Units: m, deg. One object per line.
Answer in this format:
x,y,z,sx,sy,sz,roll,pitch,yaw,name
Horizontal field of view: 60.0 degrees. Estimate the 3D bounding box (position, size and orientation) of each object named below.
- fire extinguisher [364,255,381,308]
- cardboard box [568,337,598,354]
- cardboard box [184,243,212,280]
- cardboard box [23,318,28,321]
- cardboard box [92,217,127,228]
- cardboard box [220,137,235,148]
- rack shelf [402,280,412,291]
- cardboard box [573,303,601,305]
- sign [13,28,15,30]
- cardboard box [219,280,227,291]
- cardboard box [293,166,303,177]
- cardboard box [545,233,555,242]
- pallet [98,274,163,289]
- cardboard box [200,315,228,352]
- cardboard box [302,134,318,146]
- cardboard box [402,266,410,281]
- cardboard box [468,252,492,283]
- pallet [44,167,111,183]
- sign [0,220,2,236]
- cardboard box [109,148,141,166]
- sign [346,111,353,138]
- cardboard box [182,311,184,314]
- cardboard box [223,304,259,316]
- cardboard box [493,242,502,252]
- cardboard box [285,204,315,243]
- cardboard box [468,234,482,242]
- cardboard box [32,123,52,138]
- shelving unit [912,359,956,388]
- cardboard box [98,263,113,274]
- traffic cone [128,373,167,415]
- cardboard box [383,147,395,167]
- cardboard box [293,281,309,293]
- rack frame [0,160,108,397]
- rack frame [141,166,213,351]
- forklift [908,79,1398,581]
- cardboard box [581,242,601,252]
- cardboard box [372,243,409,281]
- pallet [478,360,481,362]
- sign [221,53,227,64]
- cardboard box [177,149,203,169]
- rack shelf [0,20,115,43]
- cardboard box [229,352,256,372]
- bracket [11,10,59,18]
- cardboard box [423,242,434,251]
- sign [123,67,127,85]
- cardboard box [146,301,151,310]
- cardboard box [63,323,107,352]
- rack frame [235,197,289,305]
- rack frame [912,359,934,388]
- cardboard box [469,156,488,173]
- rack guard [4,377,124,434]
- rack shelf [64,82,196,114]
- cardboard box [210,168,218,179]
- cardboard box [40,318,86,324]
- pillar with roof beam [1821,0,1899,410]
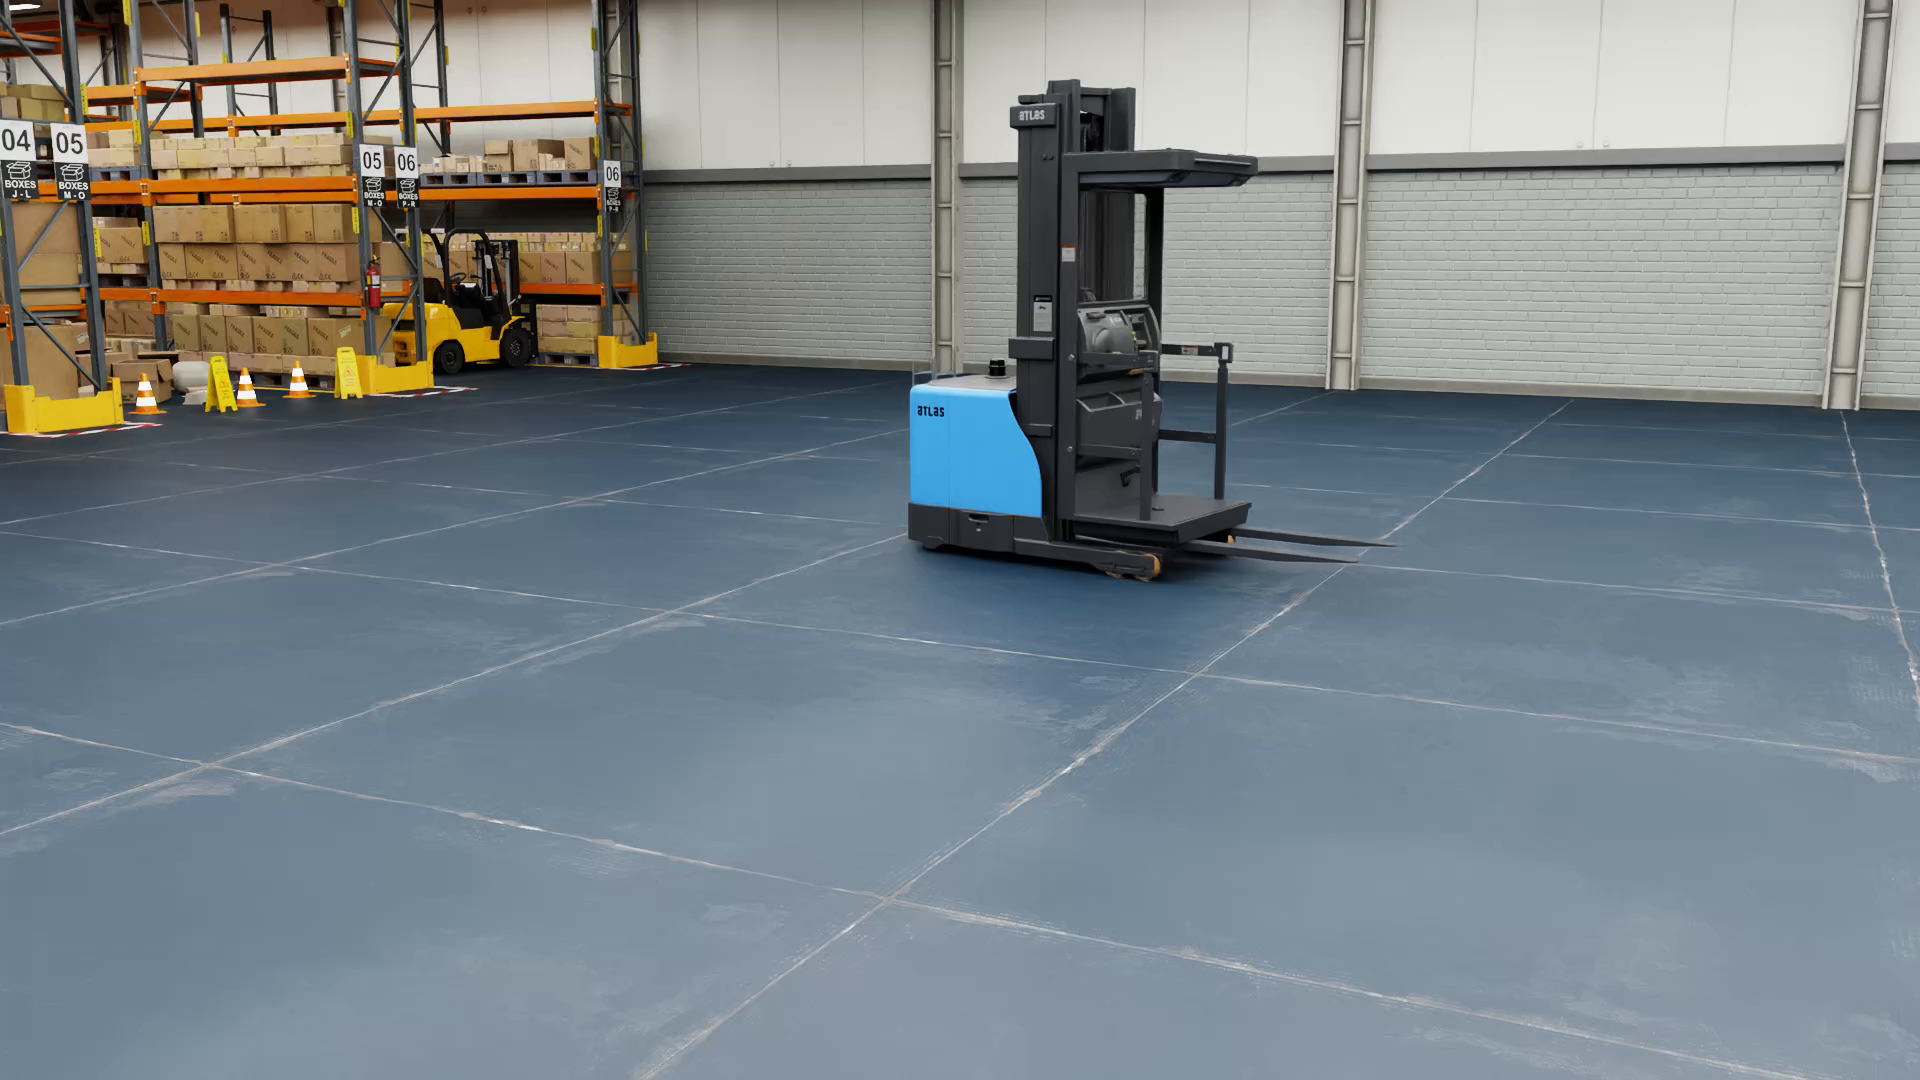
-7.636,-3.365,21.618,0.183,0.674,0.296,5,11,26,fire extinguisher
-5.903,-3.119,26.583,0.500,0.250,0.500,5,11,26,cardboard box
-10.390,-3.881,23.138,0.500,0.500,0.500,5,11,26,cardboard box
-15.291,-3.345,26.077,0.875,0.875,0.875,5,11,25,cardboard box
-12.259,-4.575,23.969,0.250,0.149,0.380,5,11,24,cardboard box
-9.791,-5.375,22.549,0.250,0.149,0.380,5,11,25,cardboard box
-10.722,-4.398,29.126,4.000,0.370,1.077,5,11,26,rack shelf
-6.138,-3.731,27.158,0.500,0.250,0.500,5,11,26,cardboard box
-14.477,-7.654,25.409,0.005,0.325,0.100,5,11,26,sign
-10.020,-3.533,23.031,0.250,0.149,0.380,5,11,26,cardboard box
-8.637,-4.893,22.126,0.250,0.149,0.380,5,11,26,cardboard box
-6.428,-4.850,26.670,0.250,0.149,0.380,5,11,26,cardboard box
-11.743,-3.790,24.287,1.213,0.211,1.003,5,11,26,pallet
-10.227,-2.894,23.232,0.500,0.500,0.500,6,12,28,cardboard box
-8.420,-5.254,21.880,0.250,0.149,0.380,5,11,25,cardboard box
-9.496,-4.518,28.193,0.500,0.250,0.500,5,12,27,cardboard box
-7.717,-4.488,27.327,0.500,0.500,0.500,5,11,25,cardboard box
-12.559,-5.331,24.370,1.003,0.211,1.213,5,11,26,pallet
-9.887,-3.288,17.058,0.005,0.325,0.100,5,11,26,sign
-11.709,-5.433,23.644,0.500,0.250,0.500,5,11,25,cardboard box
-7.798,-5.310,21.240,0.005,0.325,0.100,5,11,26,sign
-13.905,-3.967,30.565,0.500,0.500,0.500,6,12,28,cardboard box
-9.922,-3.173,22.953,0.250,0.149,0.380,6,12,29,cardboard box
-7.381,-4.770,27.063,0.250,0.149,0.380,5,11,25,cardboard box
-8.540,-4.220,22.200,0.500,0.500,0.700,5,11,26,cardboard box
-7.837,-4.959,27.268,0.250,0.149,0.380,5,11,25,cardboard box
-9.800,-4.374,17.797,0.250,0.149,0.380,5,11,26,cardboard box
-0.174,-0.613,11.248,0.189,1.200,0.258,7,12,34,shelving unit
-12.181,-3.919,23.986,0.250,0.149,0.380,5,11,25,cardboard box
-9.482,-1.708,19.366,0.334,0.463,0.336,5,11,26,traffic cone
-7.867,-5.117,22.241,0.500,0.250,0.500,5,11,25,cardboard box
-8.705,-3.399,22.292,0.250,0.149,0.380,5,12,27,cardboard box
-9.634,-2.687,17.655,0.127,3.000,1.000,5,11,26,rack frame
-11.122,-3.801,23.809,0.127,3.000,1.000,5,11,26,rack frame
1.160,-1.304,10.203,3.031,2.935,1.130,7,12,34,forklift
-5.776,-4.630,26.286,0.250,0.149,0.380,5,11,27,cardboard box
-7.836,-3.763,22.483,0.500,0.500,0.500,5,11,25,cardboard box
-8.234,-3.153,28.056,1.213,0.211,1.003,5,11,26,pallet
-12.747,-8.272,28.825,0.005,0.325,0.100,5,11,26,sign
-10.381,-5.232,22.879,0.500,0.250,0.500,5,11,25,cardboard box
-17.896,-9.615,31.779,4.000,0.370,1.077,5,11,26,rack shelf
-9.751,-2.483,23.070,0.500,0.250,0.500,5,11,25,cardboard box
-19.168,-10.326,32.907,4.783,0.066,0.076,5,11,26,bracket
-8.759,-4.895,27.753,0.250,0.149,0.380,5,11,25,cardboard box
-15.862,-8.803,31.535,0.005,0.325,0.100,5,11,26,sign
-14.922,-4.376,31.007,0.250,0.149,0.380,5,11,26,cardboard box
-11.882,-2.657,22.380,0.500,0.500,0.500,5,11,26,cardboard box
-12.516,-4.909,29.933,0.127,3.000,1.000,5,11,26,rack frame
-0.249,-0.622,11.300,0.006,1.200,0.240,7,12,34,rack frame
-7.732,-6.094,26.975,0.258,0.266,0.396,5,11,24,cardboard box
-9.612,-1.455,17.868,0.348,0.500,1.175,5,11,26,rack guard
-12.915,-6.360,24.245,4.000,0.370,1.077,5,11,26,rack shelf
-10.028,-5.009,22.768,0.250,0.149,0.380,5,11,24,cardboard box
-17.503,-4.298,32.392,0.500,0.500,0.700,5,11,24,cardboard box
8.670,-5.324,15.377,0.400,9.000,9.100,5,11,26,pillar with roof beam
